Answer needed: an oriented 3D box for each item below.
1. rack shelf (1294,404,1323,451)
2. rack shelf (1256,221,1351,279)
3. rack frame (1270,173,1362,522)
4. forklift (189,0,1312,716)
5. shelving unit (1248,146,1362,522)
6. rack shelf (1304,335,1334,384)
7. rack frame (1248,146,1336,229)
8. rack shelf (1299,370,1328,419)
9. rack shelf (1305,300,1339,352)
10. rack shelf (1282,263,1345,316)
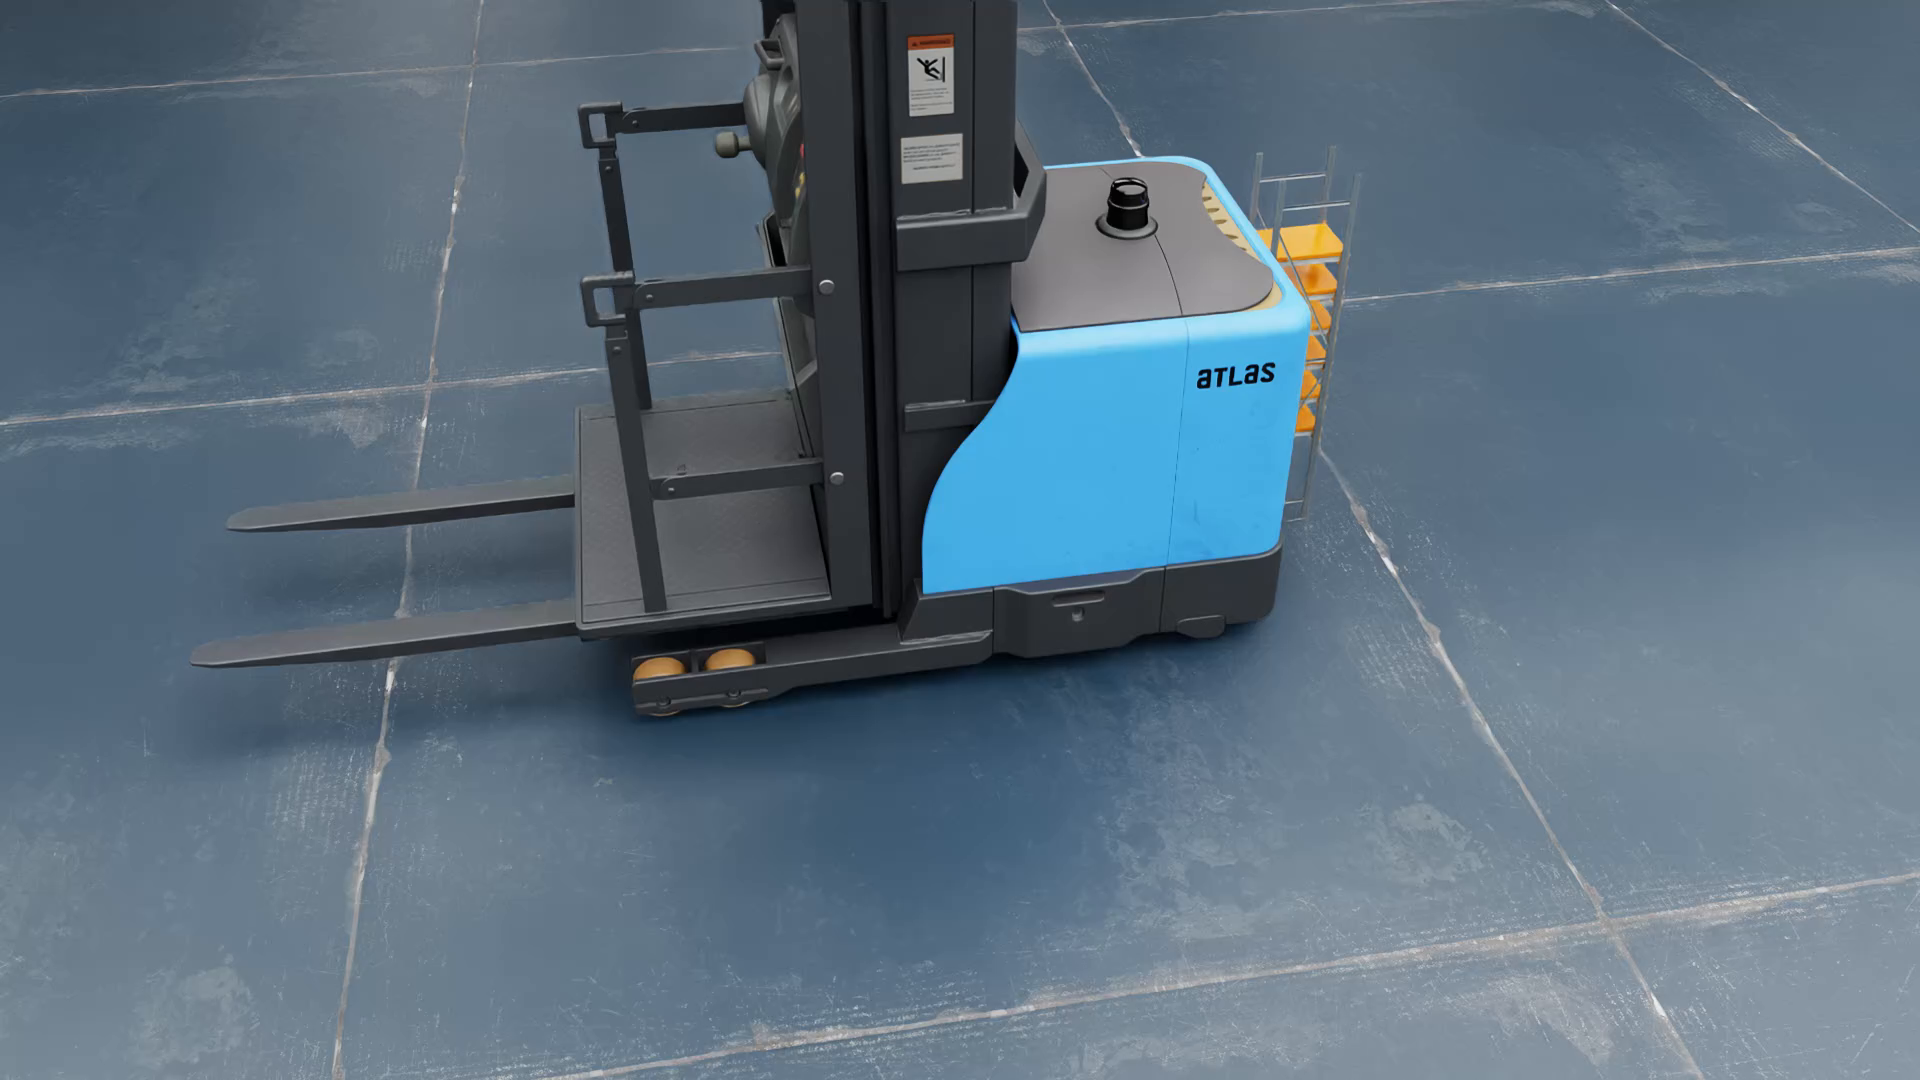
[{"bbox_3d":[0.974,-0.354,5.192,0.258,0.103,0.180,-7,38,-9],"label":"rack shelf"},{"bbox_3d":[0.974,-0.828,4.823,0.258,0.103,0.180,-7,38,-9],"label":"rack shelf"},{"bbox_3d":[0.993,-0.524,4.946,0.240,1.200,0.006,-7,38,-9],"label":"rack frame"},{"bbox_3d":[-0.640,-1.020,4.174,3.031,2.935,1.130,-7,38,-8],"label":"forklift"},{"bbox_3d":[0.974,-0.579,5.017,0.258,1.200,0.189,-7,38,-9],"label":"shelving unit"},{"bbox_3d":[0.974,-0.544,5.044,0.258,0.103,0.180,-7,38,-9],"label":"rack shelf"},{"bbox_3d":[0.955,-0.634,5.088,0.240,1.200,0.006,-7,38,-9],"label":"rack frame"},{"bbox_3d":[0.974,-0.449,5.118,0.258,0.103,0.180,-7,38,-9],"label":"rack shelf"},{"bbox_3d":[0.974,-0.639,4.971,0.258,0.103,0.180,-7,38,-9],"label":"rack shelf"},{"bbox_3d":[0.974,-0.733,4.897,0.258,0.103,0.180,-7,38,-9],"label":"rack shelf"}]
